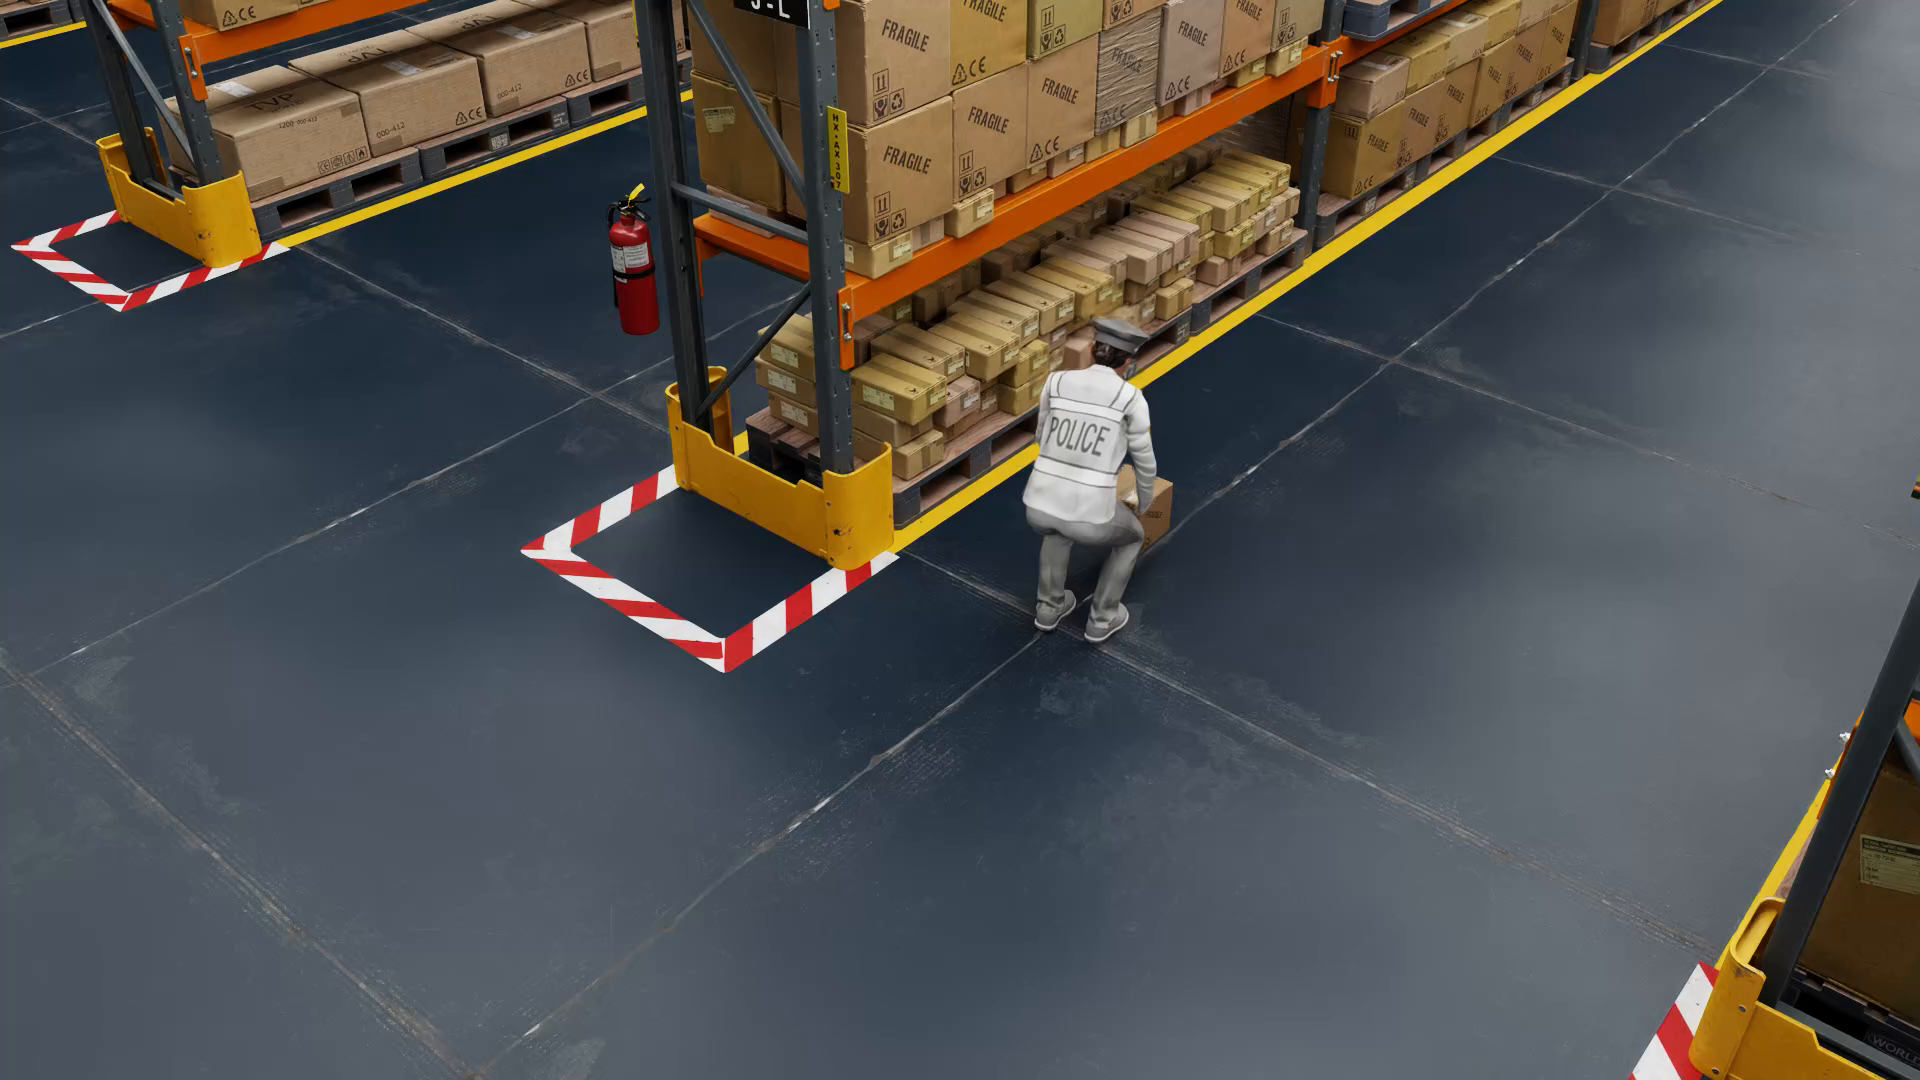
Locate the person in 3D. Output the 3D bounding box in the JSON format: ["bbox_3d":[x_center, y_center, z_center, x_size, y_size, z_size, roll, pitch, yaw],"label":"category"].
[{"bbox_3d":[0.510,-0.224,6.766,0.534,1.322,0.737,19,39,25],"label":"person"}]
